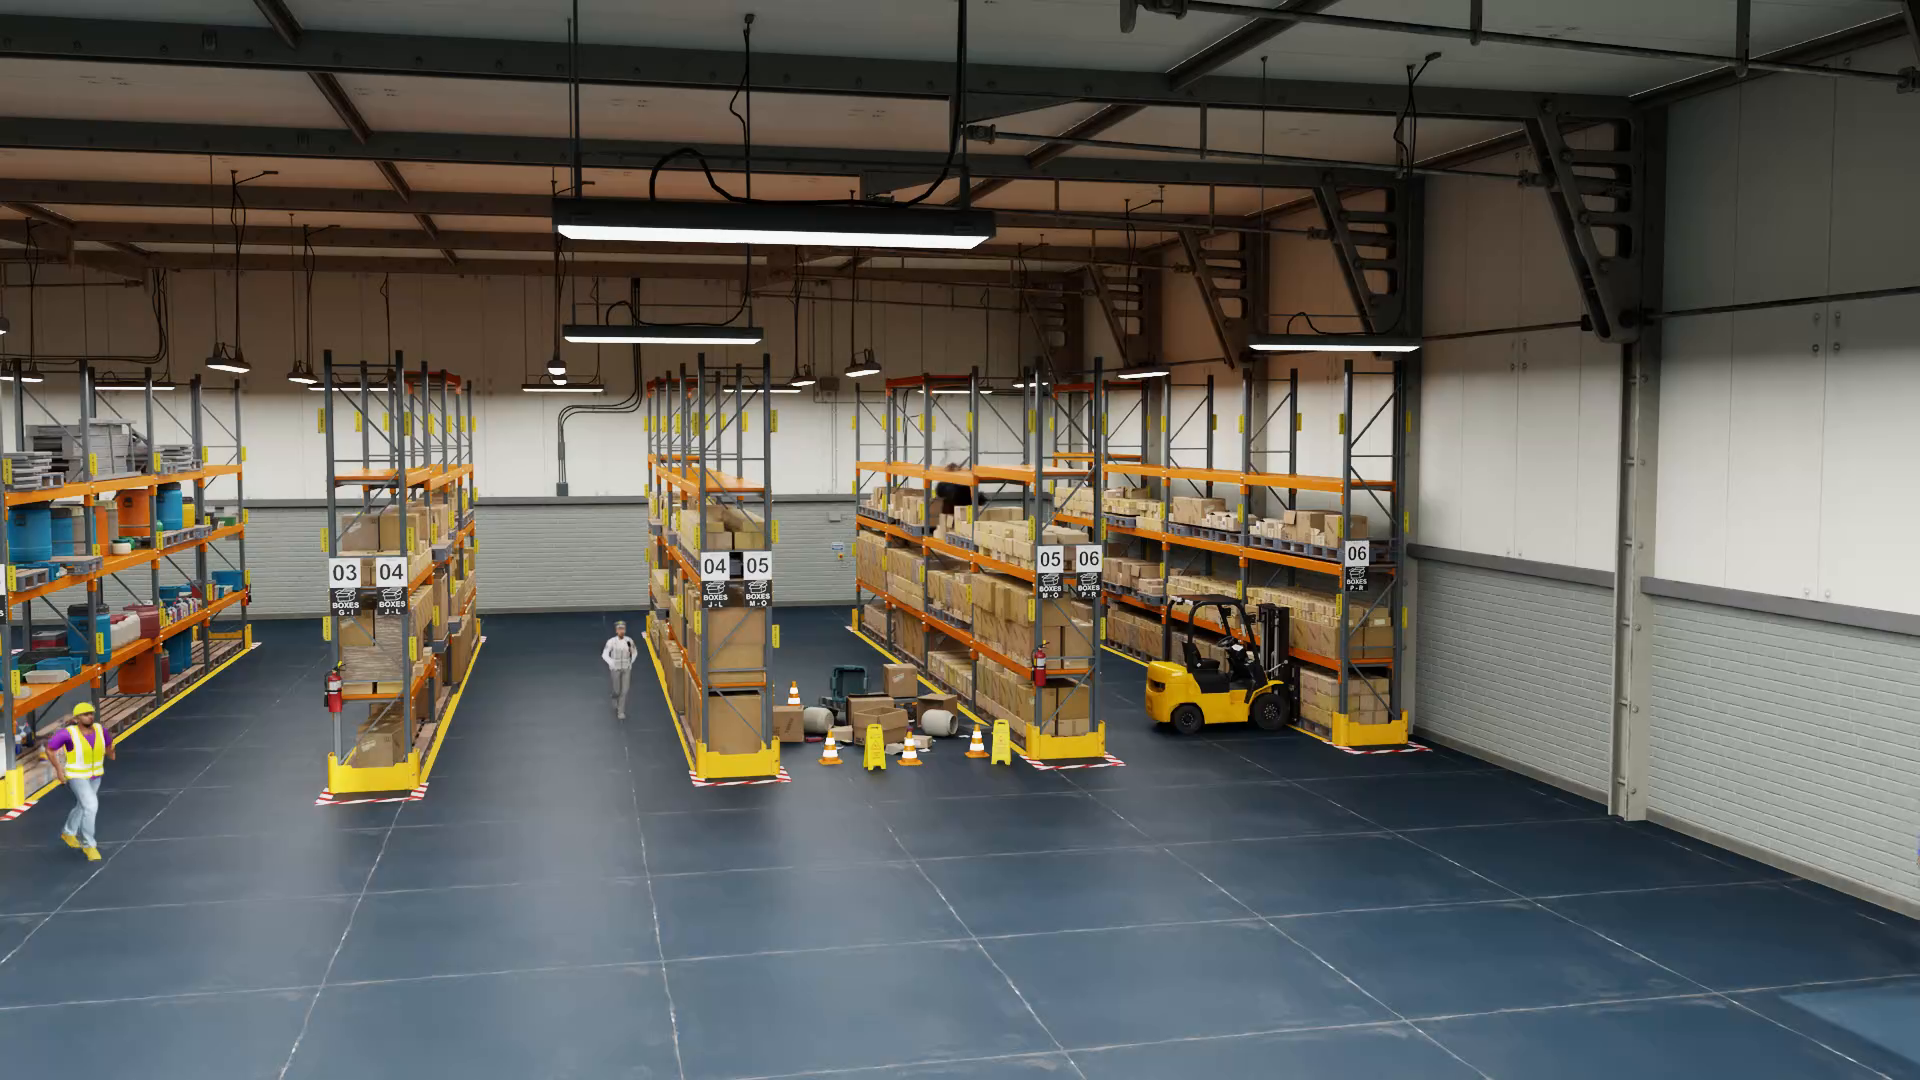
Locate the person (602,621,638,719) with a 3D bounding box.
[{"bbox_3d":[-5.793,2.196,28.389,0.605,1.657,0.700,-2,4,-22],"label":"person"}]

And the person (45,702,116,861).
[{"bbox_3d":[-10.185,2.773,19.321,0.807,1.815,0.682,2,4,24],"label":"person"}]
